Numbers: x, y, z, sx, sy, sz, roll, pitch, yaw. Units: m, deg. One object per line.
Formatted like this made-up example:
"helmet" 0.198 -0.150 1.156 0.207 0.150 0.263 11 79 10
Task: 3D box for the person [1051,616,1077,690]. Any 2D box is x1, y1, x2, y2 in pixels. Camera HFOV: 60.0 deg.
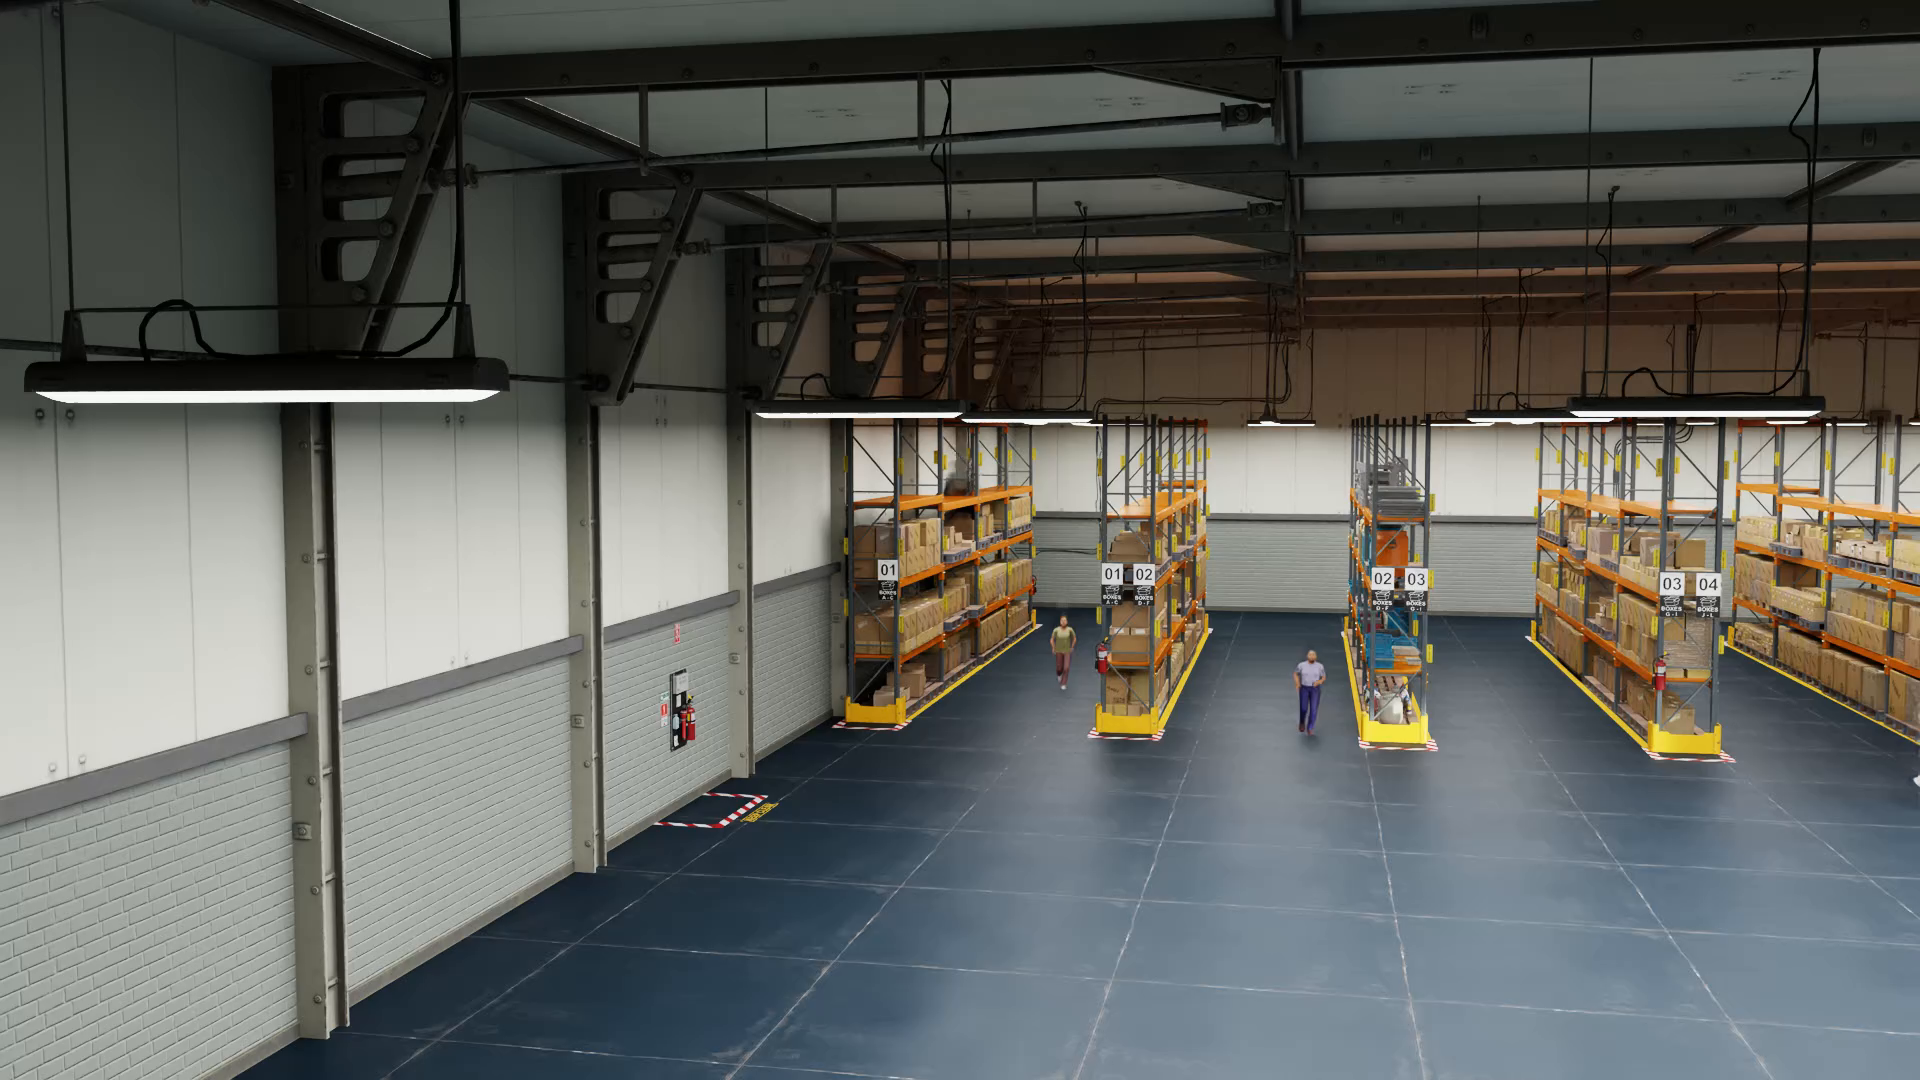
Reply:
"person" 2.279 2.459 36.596 0.569 1.621 0.622 0 4 2

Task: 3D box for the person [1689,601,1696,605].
"person" 19.527 1.872 44.973 0.807 1.713 0.723 -1 4 -18

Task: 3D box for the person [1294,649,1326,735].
"person" 6.543 2.852 31.088 0.587 1.591 0.540 1 4 9
